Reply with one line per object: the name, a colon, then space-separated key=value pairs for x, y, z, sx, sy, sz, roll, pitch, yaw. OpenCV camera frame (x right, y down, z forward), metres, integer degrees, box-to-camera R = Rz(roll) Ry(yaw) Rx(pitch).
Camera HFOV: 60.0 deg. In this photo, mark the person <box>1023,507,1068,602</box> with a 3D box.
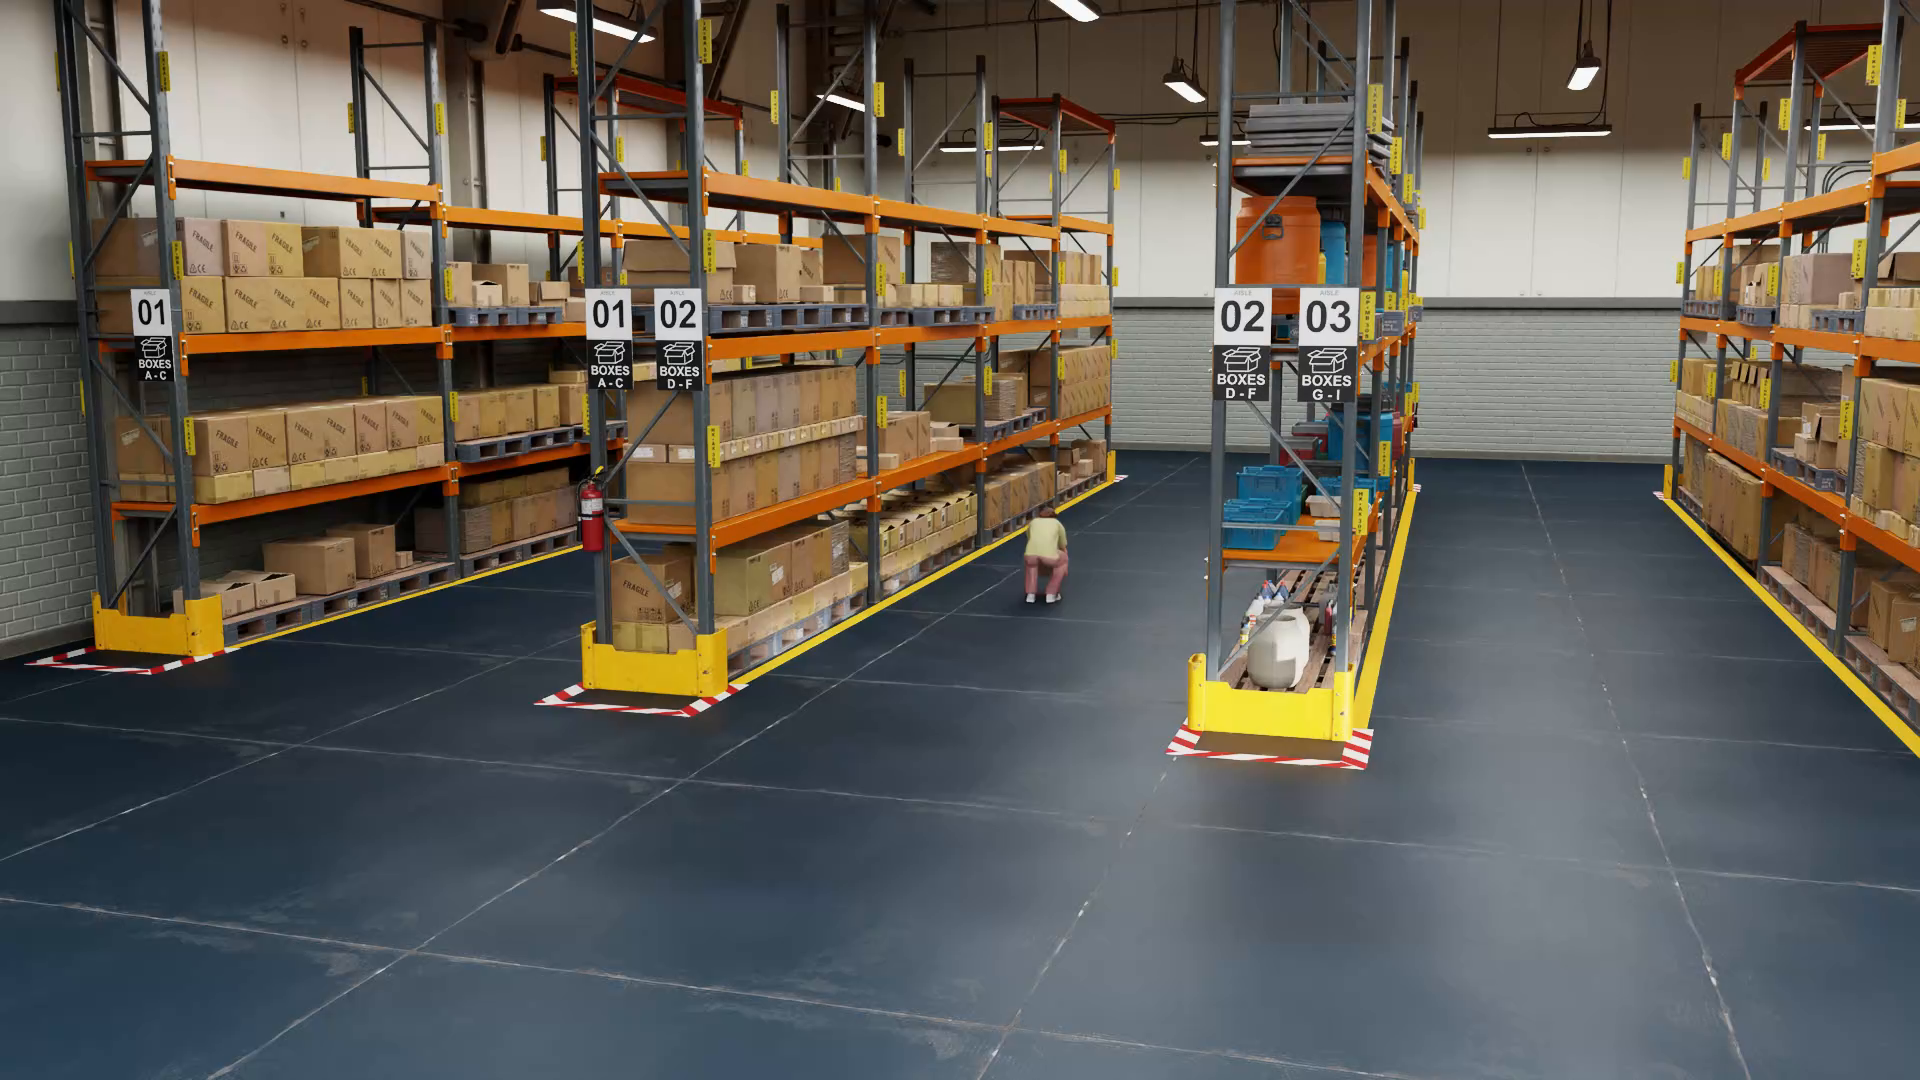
person: x=0.885 y=0.159 z=17.321 sx=0.452 sy=0.934 sz=0.817 roll=2 pitch=9 yaw=15
